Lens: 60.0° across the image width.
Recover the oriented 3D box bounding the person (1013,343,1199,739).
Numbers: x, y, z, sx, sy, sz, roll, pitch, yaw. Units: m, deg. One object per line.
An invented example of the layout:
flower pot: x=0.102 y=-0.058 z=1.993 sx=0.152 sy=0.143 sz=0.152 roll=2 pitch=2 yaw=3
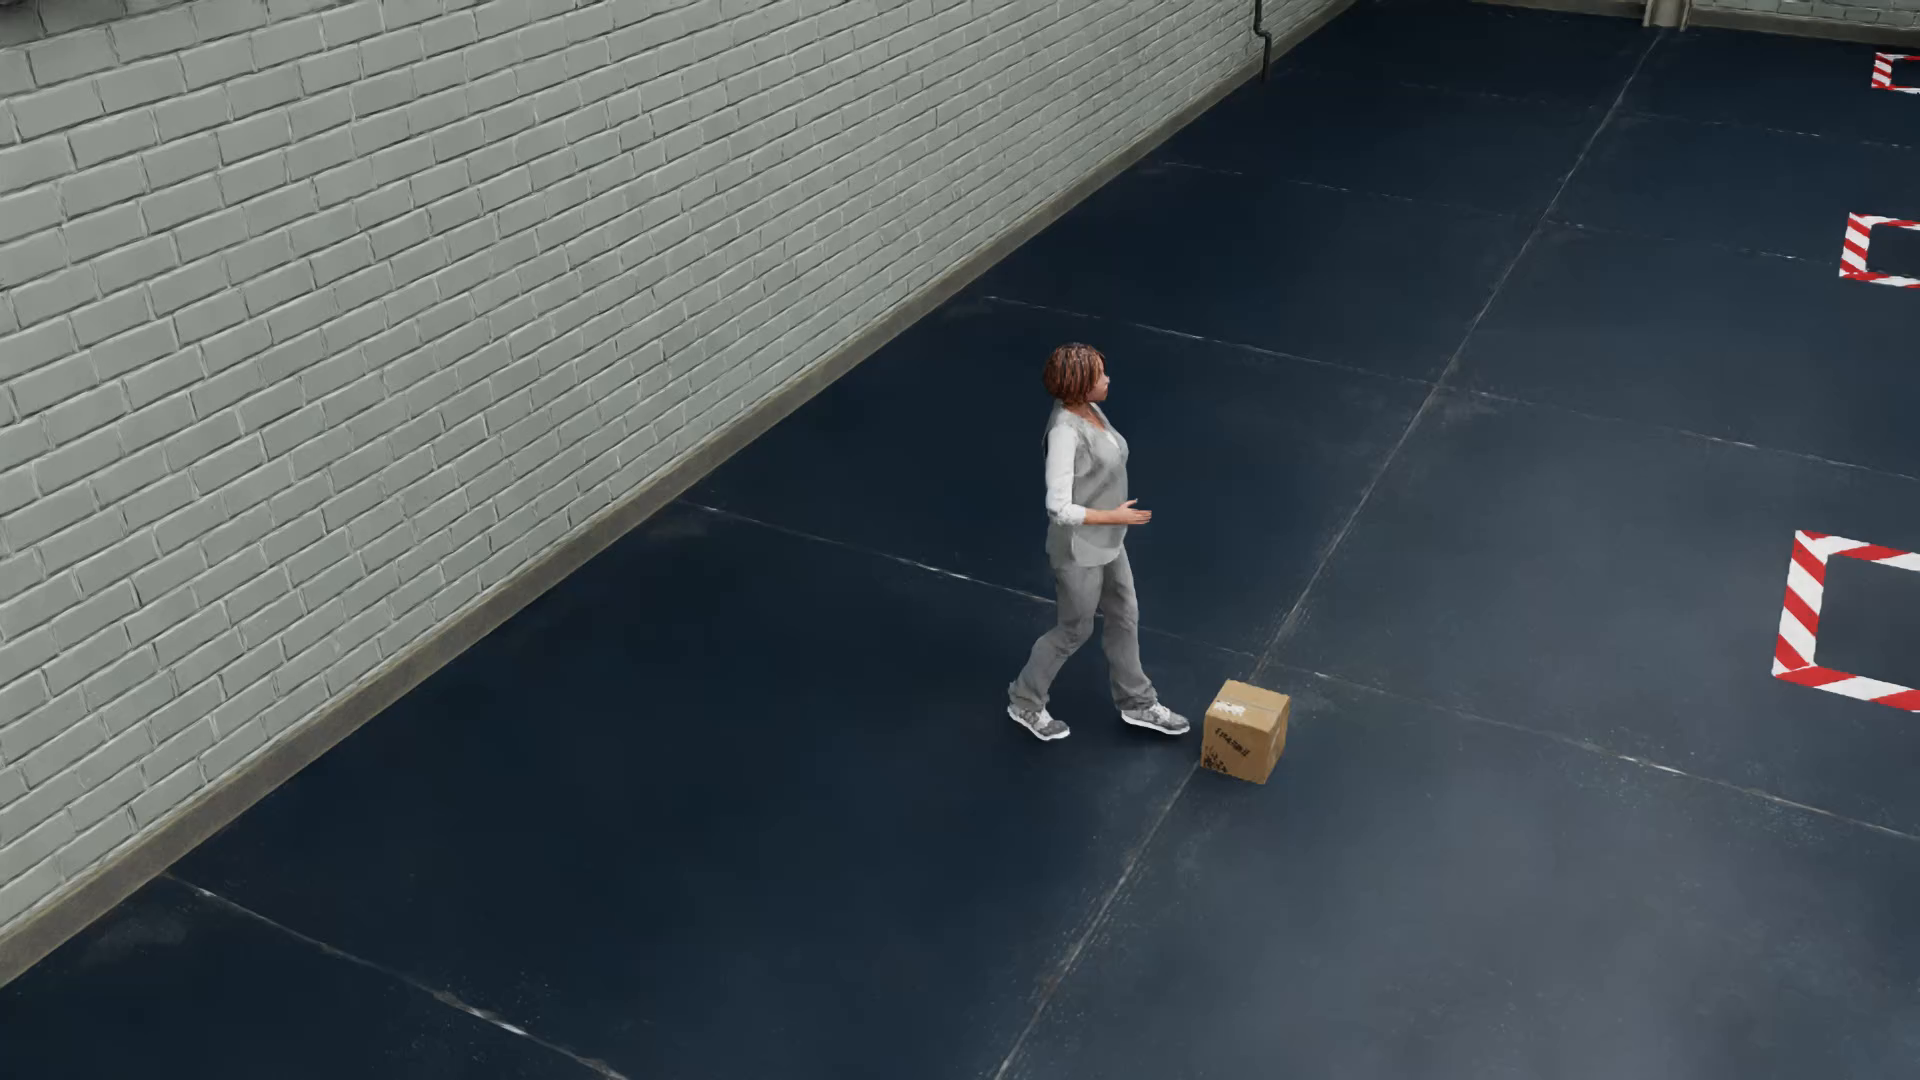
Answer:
person: x=0.568 y=0.034 z=6.057 sx=0.712 sy=1.570 sz=0.585 roll=7 pitch=31 yaw=12
